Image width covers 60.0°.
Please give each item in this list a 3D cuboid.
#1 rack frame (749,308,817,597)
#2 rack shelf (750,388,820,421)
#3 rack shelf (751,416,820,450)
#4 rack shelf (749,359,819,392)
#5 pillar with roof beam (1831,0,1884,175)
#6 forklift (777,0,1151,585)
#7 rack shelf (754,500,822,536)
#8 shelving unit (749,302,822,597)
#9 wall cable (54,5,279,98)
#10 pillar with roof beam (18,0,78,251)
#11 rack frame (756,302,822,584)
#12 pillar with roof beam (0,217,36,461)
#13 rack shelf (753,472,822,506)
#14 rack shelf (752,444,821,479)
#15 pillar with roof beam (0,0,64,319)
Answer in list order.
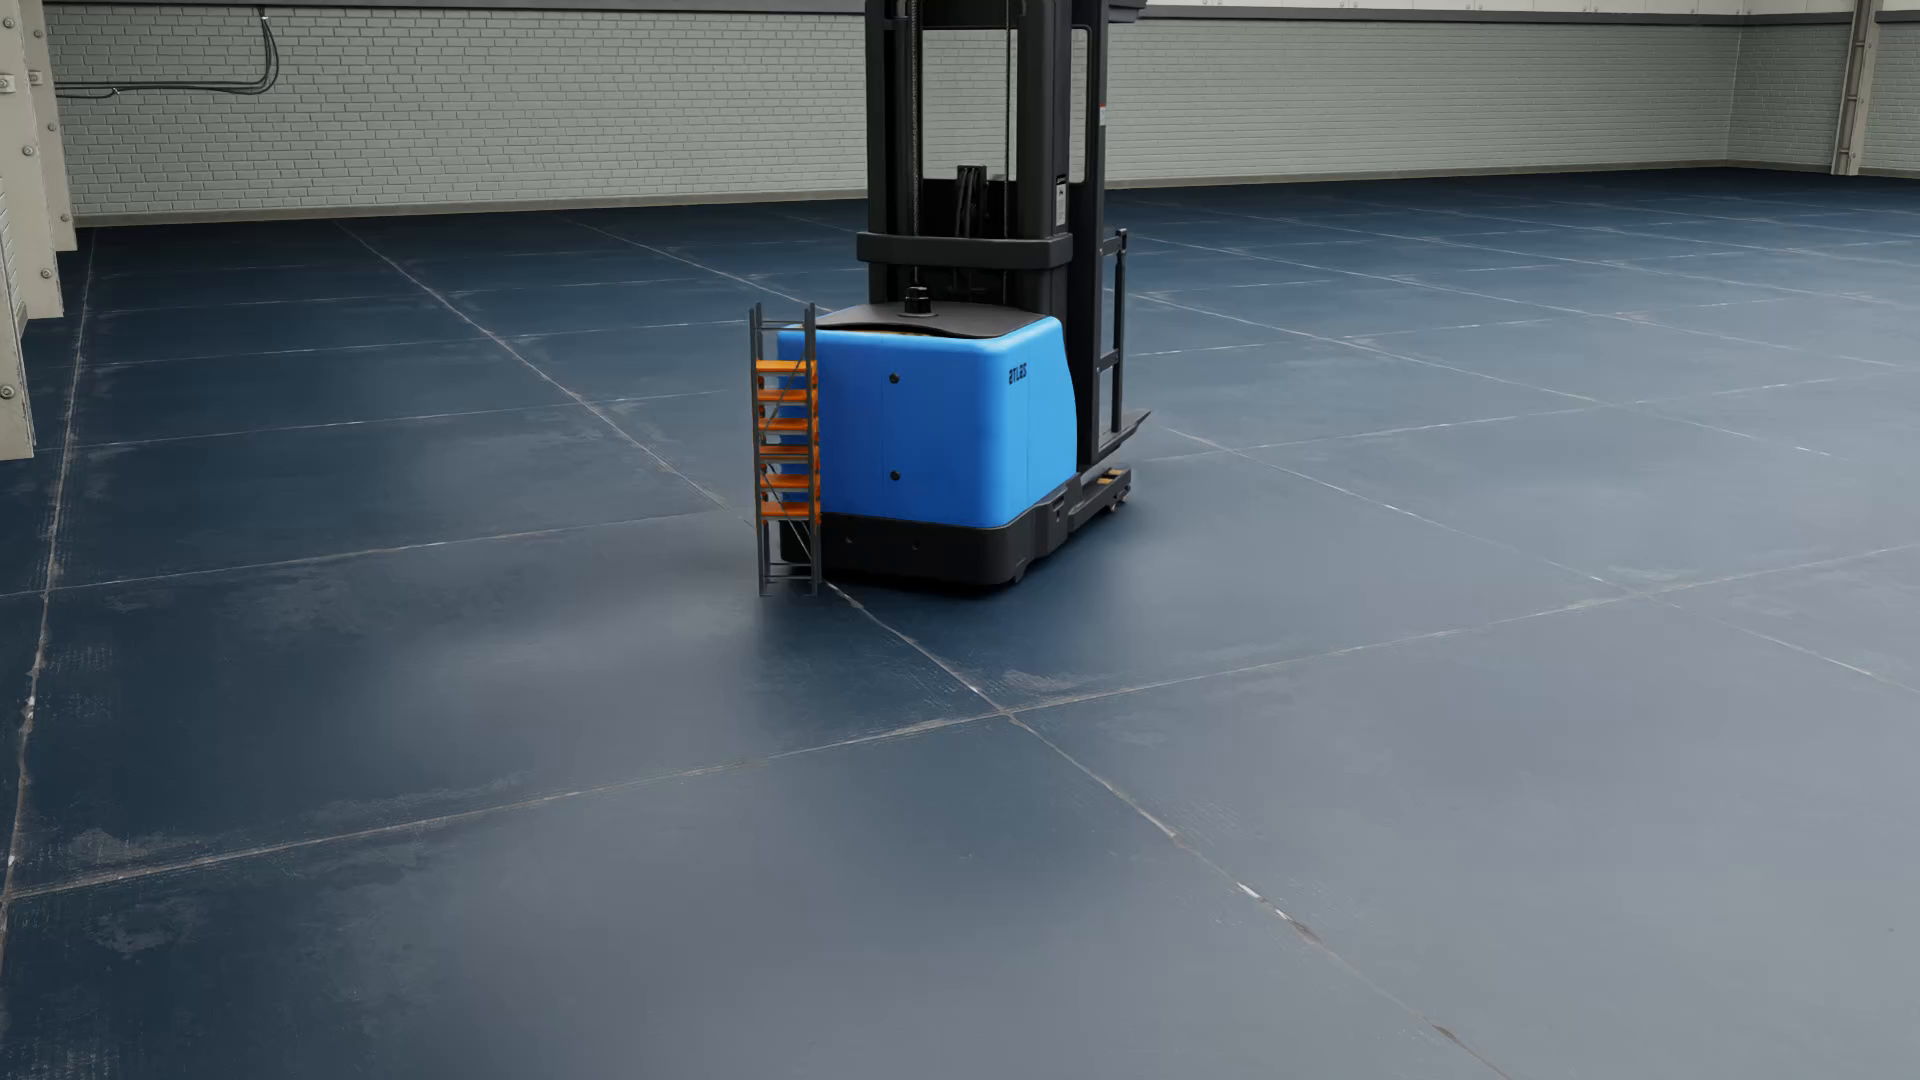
[{"bbox_3d":[-0.717,-0.342,6.767,0.240,1.200,0.006,1,16,2],"label":"rack frame"},{"bbox_3d":[-0.714,-0.555,6.801,0.258,0.103,0.180,1,16,2],"label":"rack shelf"},{"bbox_3d":[-0.714,-0.440,6.834,0.258,0.103,0.180,1,16,2],"label":"rack shelf"},{"bbox_3d":[-0.714,-0.671,6.768,0.258,0.103,0.180,1,16,2],"label":"rack shelf"},{"bbox_3d":[13.741,-11.082,30.054,9.100,9.000,0.400,-8,18,-25],"label":"pillar with roof beam"},{"bbox_3d":[0.227,-1.587,7.969,1.130,2.935,3.031,6,17,20],"label":"forklift"},{"bbox_3d":[-0.714,-0.094,6.934,0.258,0.103,0.180,1,16,2],"label":"rack shelf"},{"bbox_3d":[-0.714,-0.367,6.855,0.258,1.200,0.189,1,16,2],"label":"shelving unit"},{"bbox_3d":[-10.807,-7.194,22.133,3.097,2.526,0.112,-8,18,-25],"label":"wall cable"},{"bbox_3d":[-6.835,-8.316,20.415,9.100,9.000,0.400,-8,18,-25],"label":"pillar with roof beam"},{"bbox_3d":[-0.710,-0.392,6.943,0.240,1.200,0.006,1,16,2],"label":"rack frame"},{"bbox_3d":[-1.578,-5.341,10.047,9.100,9.000,0.400,-8,18,-25],"label":"pillar with roof beam"},{"bbox_3d":[-0.714,-0.209,6.900,0.258,0.103,0.180,1,16,2],"label":"rack shelf"},{"bbox_3d":[-0.714,-0.325,6.867,0.258,0.103,0.180,1,16,2],"label":"rack shelf"},{"bbox_3d":[-4.207,-6.828,15.231,9.100,9.000,0.400,-8,18,-25],"label":"pillar with roof beam"}]
